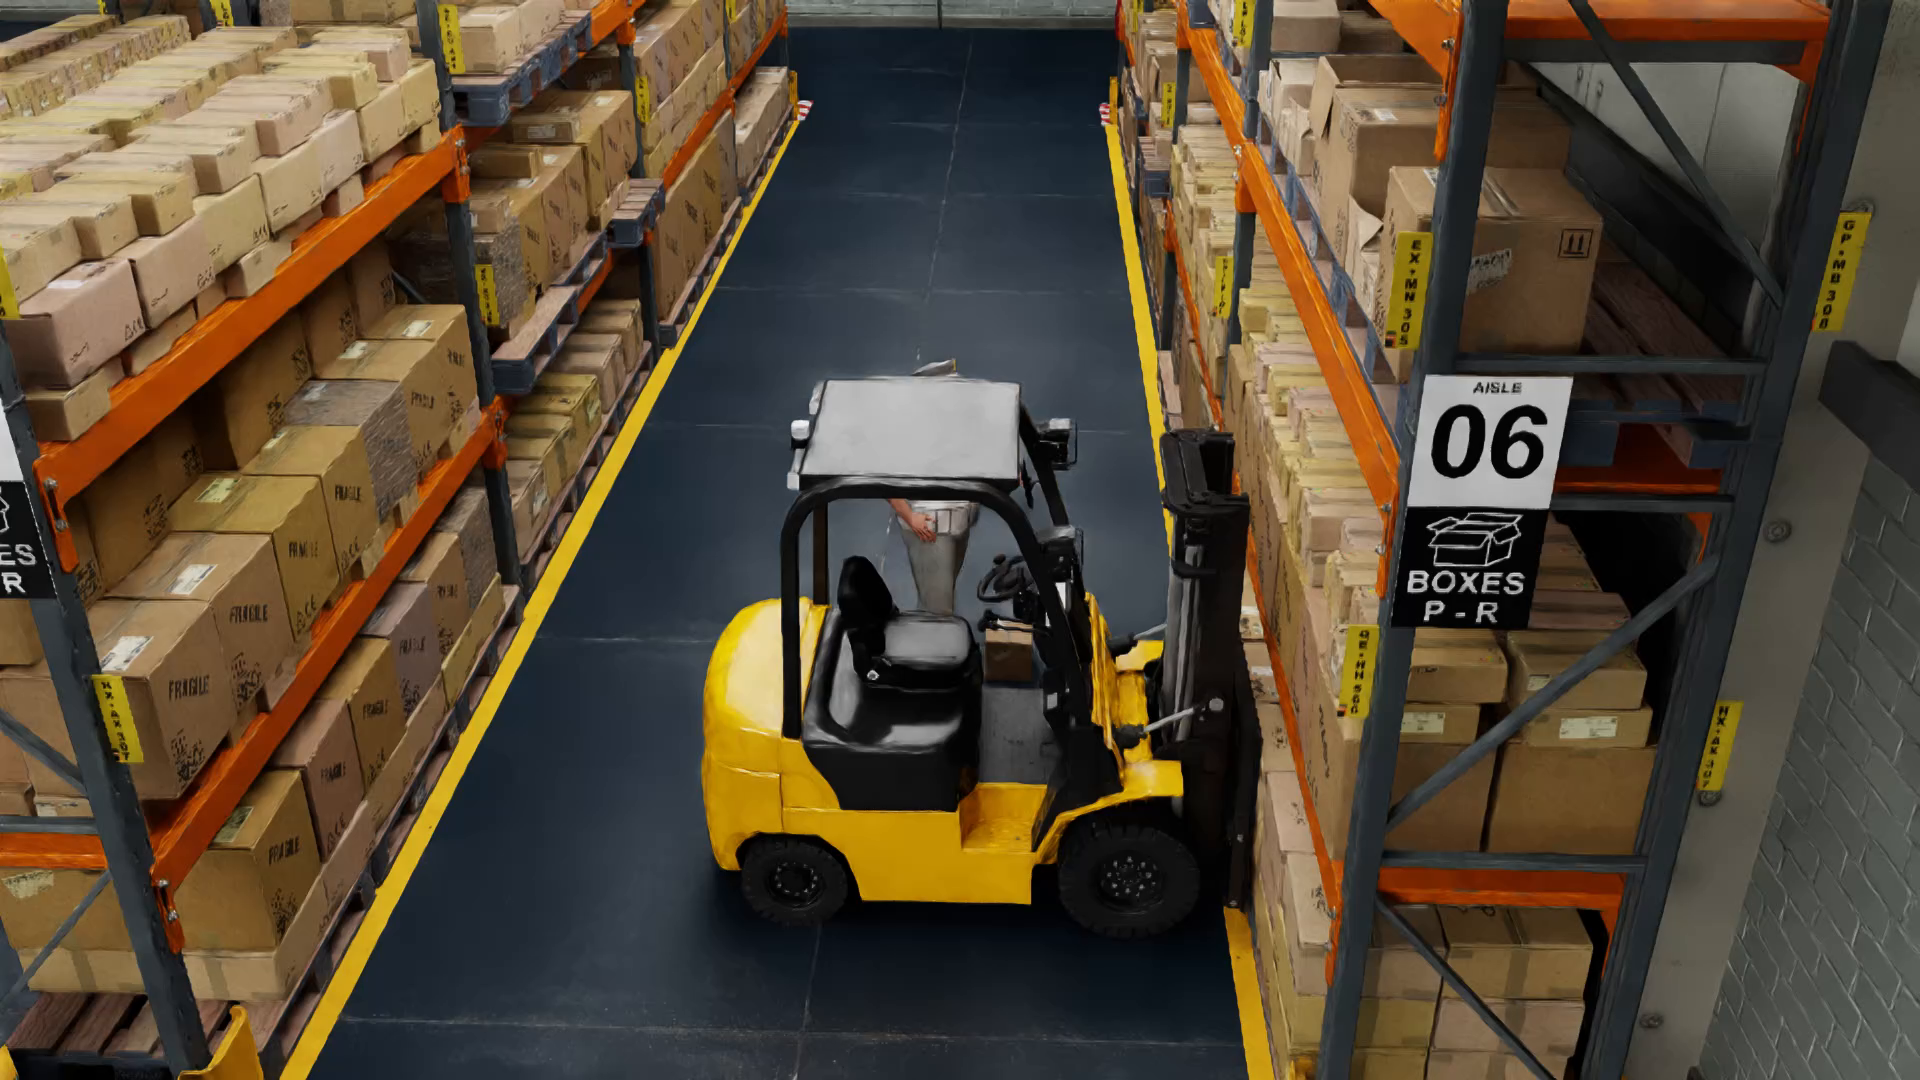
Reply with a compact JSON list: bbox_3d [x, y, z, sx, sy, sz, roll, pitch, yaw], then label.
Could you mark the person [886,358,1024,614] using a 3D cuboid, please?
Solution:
[{"bbox_3d":[-0.017,-0.057,8.756,0.755,1.784,0.763,17,32,30],"label":"person"}]
